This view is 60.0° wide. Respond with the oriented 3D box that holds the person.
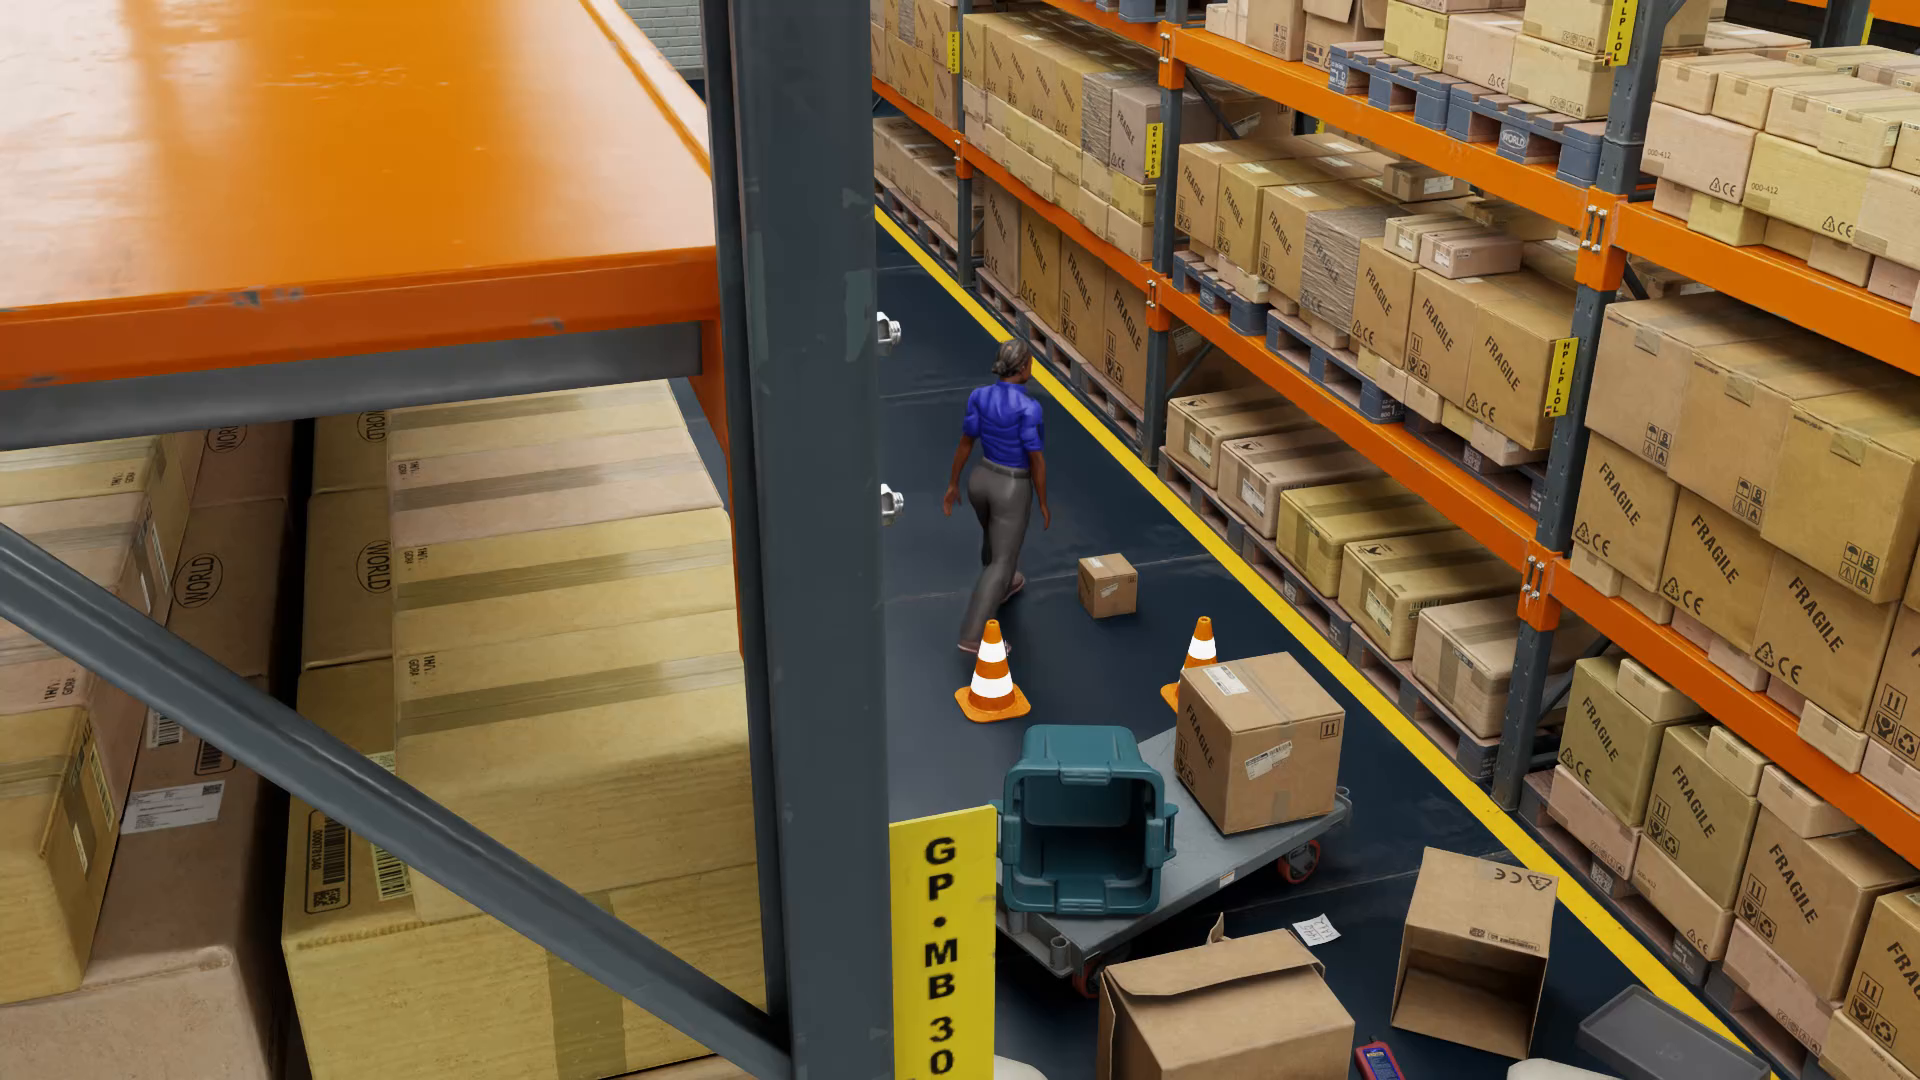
[{"bbox_3d":[0.218,-0.256,8.646,0.543,1.613,0.914,20,33,35],"label":"person"}]
